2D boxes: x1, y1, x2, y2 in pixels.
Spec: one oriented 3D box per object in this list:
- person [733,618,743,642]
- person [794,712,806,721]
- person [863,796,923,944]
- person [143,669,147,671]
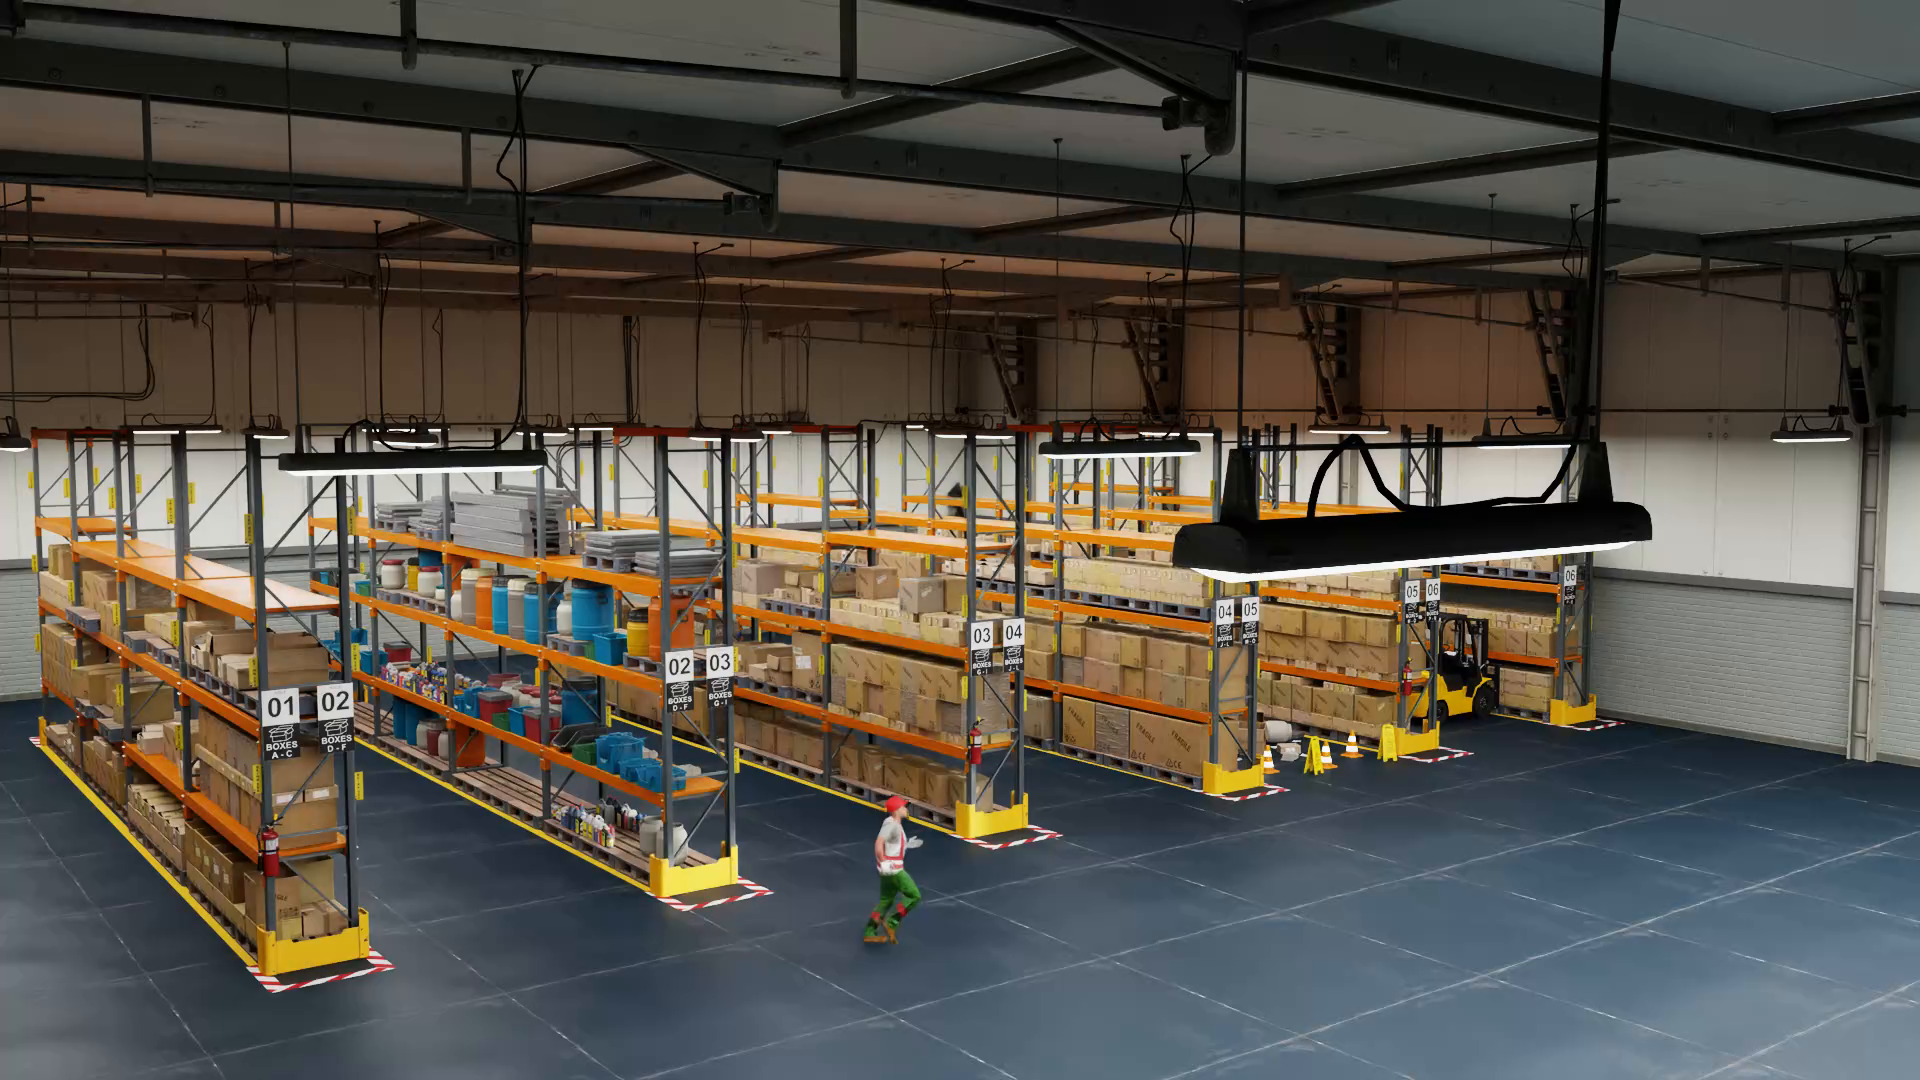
[{"bbox_3d":[-5.207,2.562,38.034,0.607,1.609,0.624,-3,5,-32],"label":"person"},{"bbox_3d":[-3.099,2.928,32.968,0.593,1.622,0.546,-4,6,-43],"label":"person"},{"bbox_3d":[-0.790,3.899,19.645,0.735,1.750,0.647,-1,5,-11],"label":"person"},{"bbox_3d":[-16.166,2.939,33.324,0.549,1.570,0.638,0,4,4],"label":"person"}]
